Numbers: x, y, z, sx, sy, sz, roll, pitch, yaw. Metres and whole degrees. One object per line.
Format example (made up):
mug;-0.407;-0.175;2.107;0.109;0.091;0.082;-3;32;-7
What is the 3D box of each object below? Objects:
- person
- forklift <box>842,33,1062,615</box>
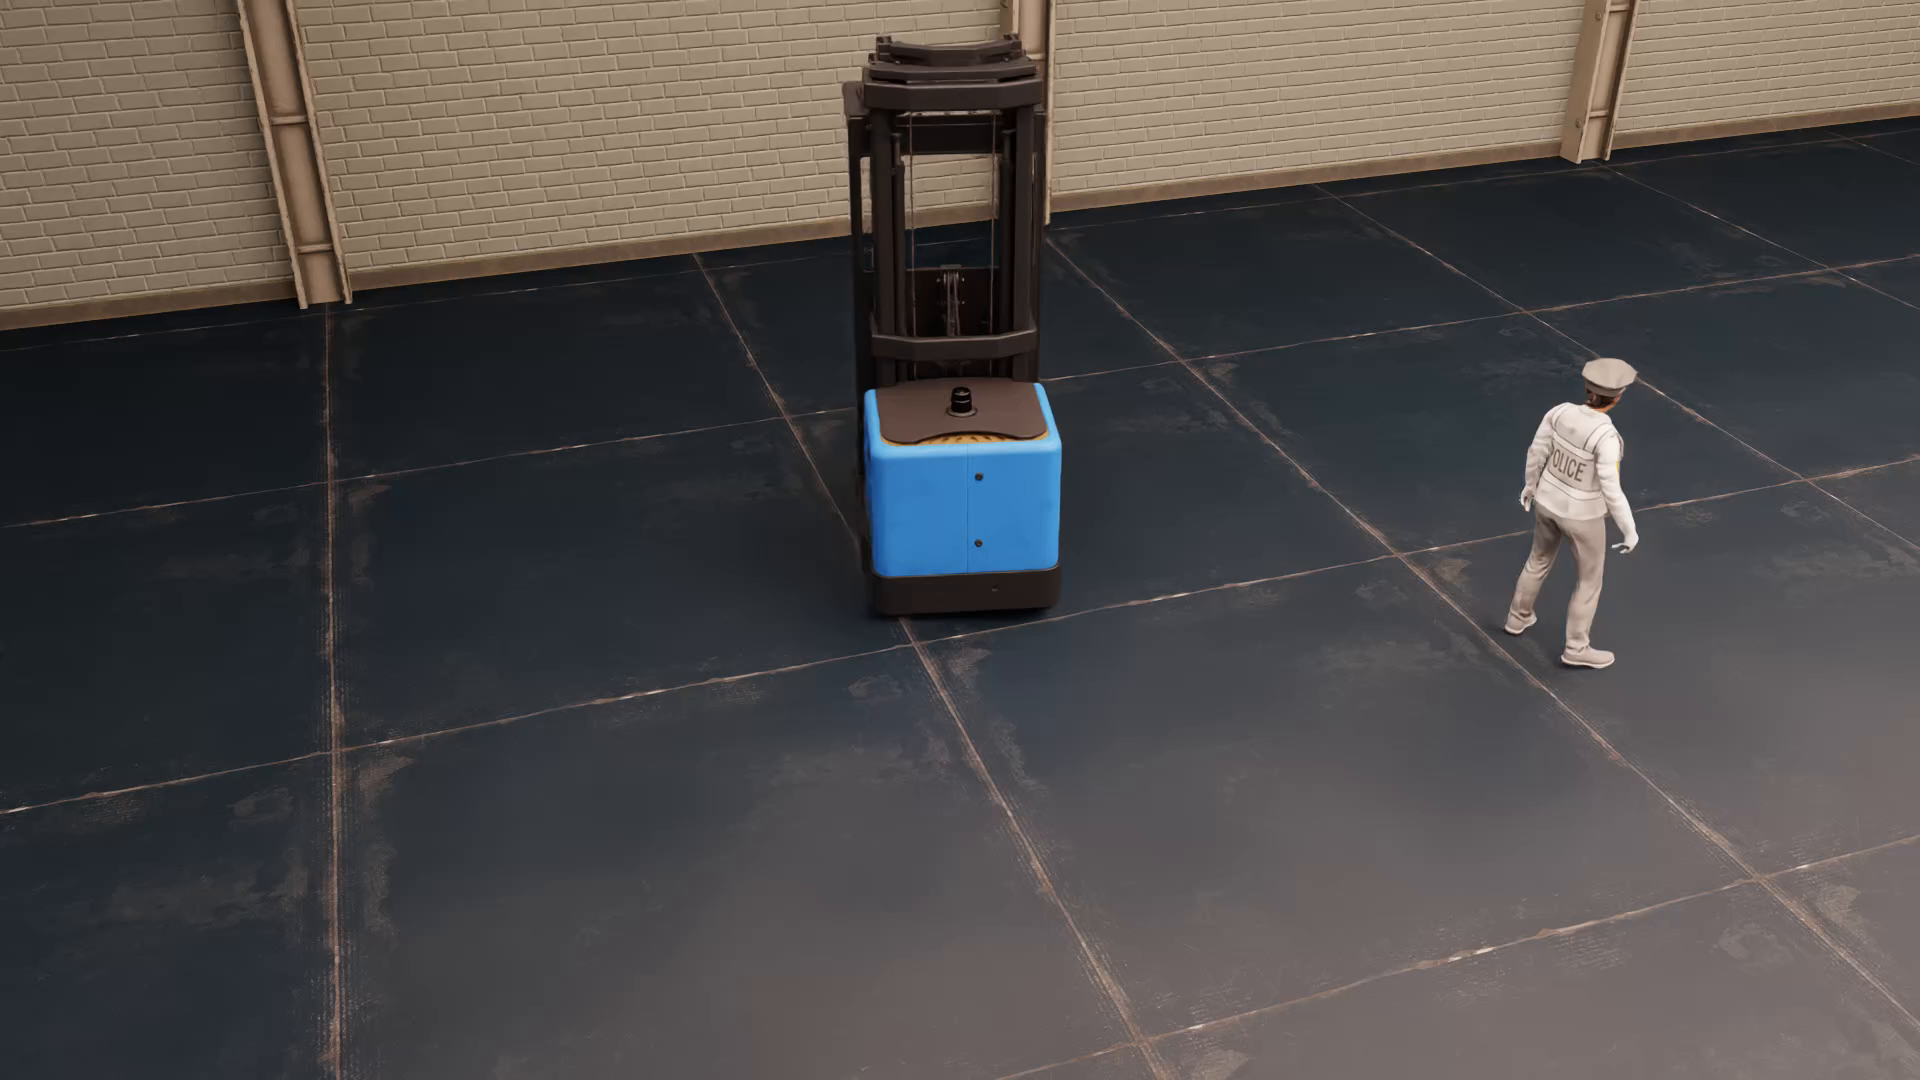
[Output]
person;3.206;-0.144;8.622;0.375;1.672;0.671;-15;33;-24
forklift;-0.100;-1.566;9.809;1.130;2.935;3.031;-3;30;-5
